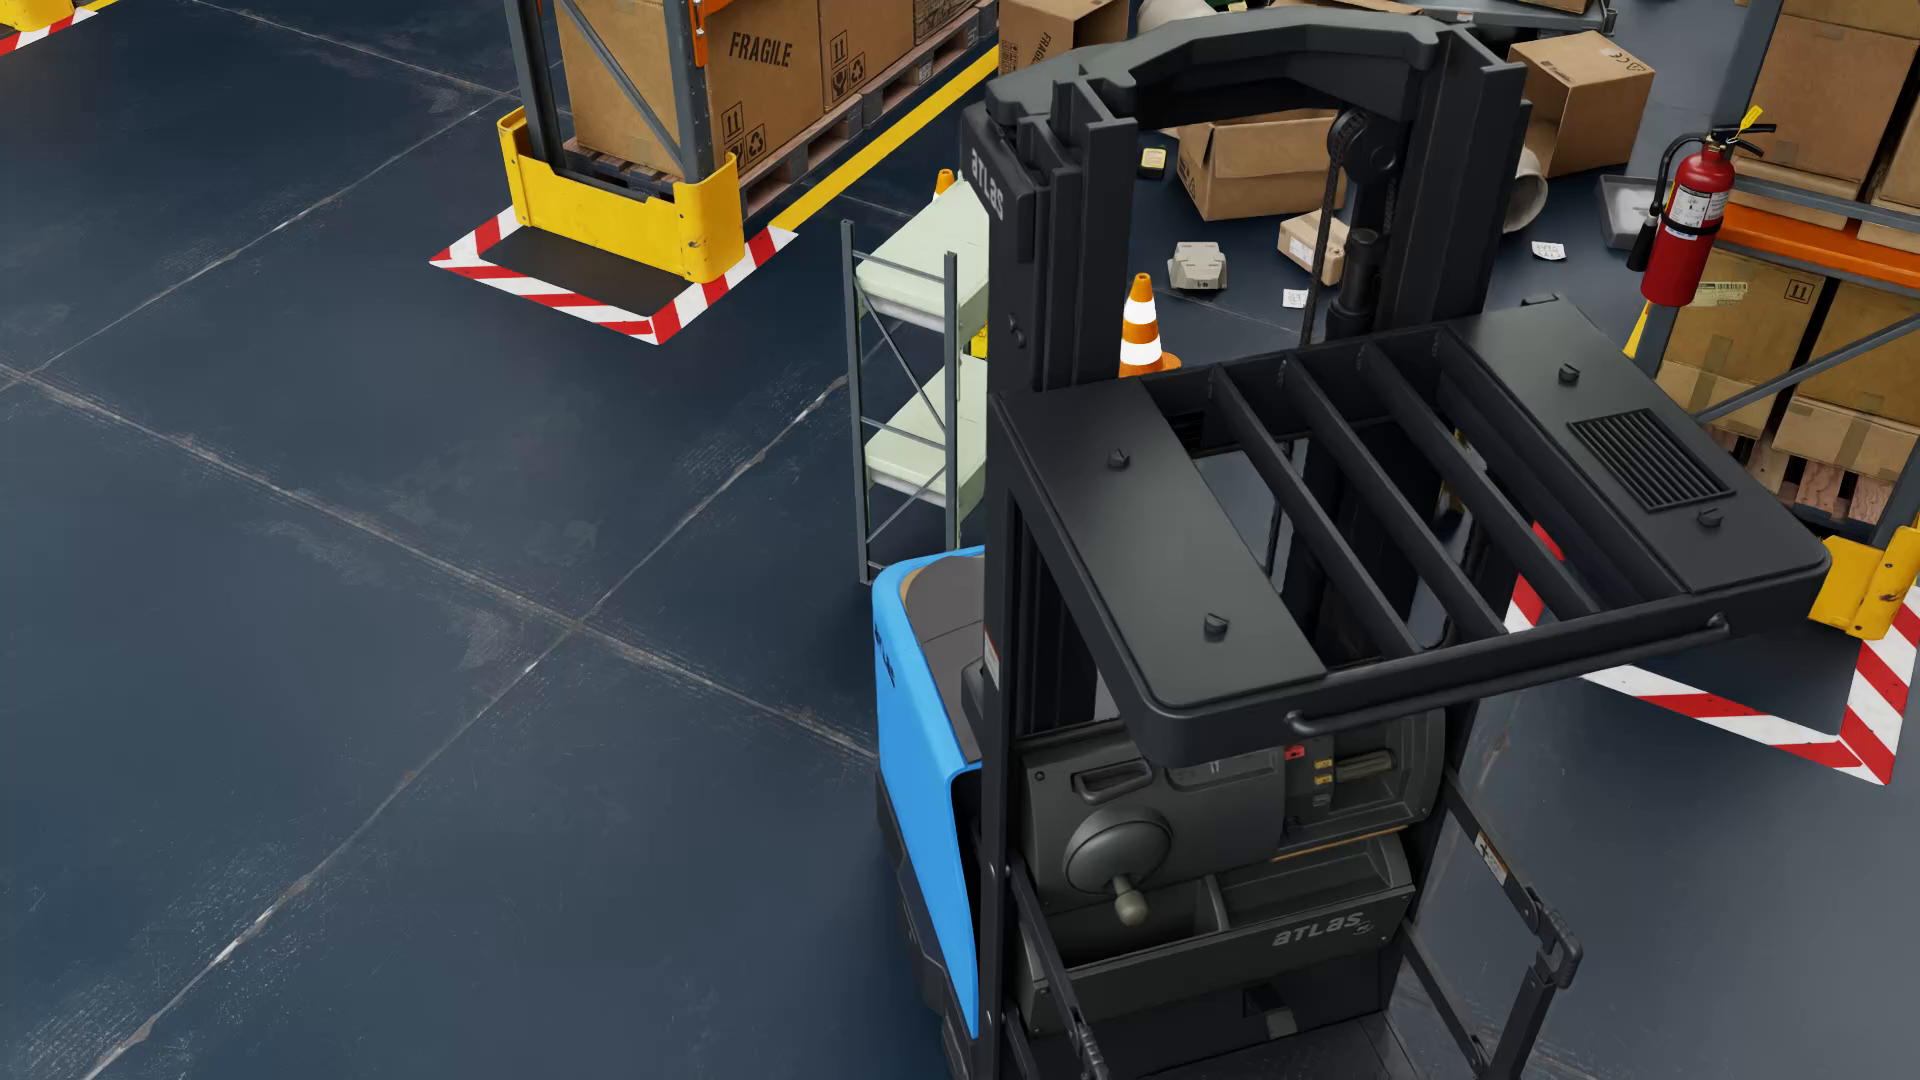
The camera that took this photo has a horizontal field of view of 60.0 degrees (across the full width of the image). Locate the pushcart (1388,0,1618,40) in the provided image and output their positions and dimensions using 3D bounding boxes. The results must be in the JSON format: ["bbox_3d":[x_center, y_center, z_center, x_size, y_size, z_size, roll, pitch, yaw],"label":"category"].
[{"bbox_3d":[2.781,-3.034,9.410,1.648,0.377,0.936,7,42,8],"label":"pushcart"}]

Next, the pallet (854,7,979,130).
[{"bbox_3d":[-0.614,-2.715,9.174,1.003,0.211,1.213,21,45,22],"label":"pallet"}]

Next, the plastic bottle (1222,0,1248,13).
[{"bbox_3d":[1.612,-3.112,9.737,0.133,0.061,0.283,0,41,0],"label":"plastic bottle"}]

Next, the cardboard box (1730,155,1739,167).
[{"bbox_3d":[2.811,-1.376,5.733,0.380,0.149,0.250,20,45,22],"label":"cardboard box"}]

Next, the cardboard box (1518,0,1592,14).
[{"bbox_3d":[3.224,-3.210,8.944,0.500,0.500,0.500,21,45,22],"label":"cardboard box"}]

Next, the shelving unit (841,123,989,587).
[{"bbox_3d":[-0.003,-0.559,5.750,0.431,1.500,0.755,21,45,22],"label":"shelving unit"}]

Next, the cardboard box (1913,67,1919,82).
[{"bbox_3d":[3.792,-1.770,6.180,0.380,0.149,0.250,22,46,23],"label":"cardboard box"}]

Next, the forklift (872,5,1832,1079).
[{"bbox_3d":[0.651,0.619,3.330,1.130,2.935,3.031,-11,43,-12],"label":"forklift"}]

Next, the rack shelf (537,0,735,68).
[{"bbox_3d":[-0.557,-3.458,8.451,1.077,0.370,4.000,21,45,22],"label":"rack shelf"}]

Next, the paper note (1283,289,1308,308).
[{"bbox_3d":[1.528,-1.089,7.463,0.148,0.019,0.142,7,42,8],"label":"paper note"}]

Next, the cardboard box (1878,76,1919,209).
[{"bbox_3d":[3.256,-1.332,5.193,0.500,0.500,0.500,20,45,21],"label":"cardboard box"}]

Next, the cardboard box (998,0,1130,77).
[{"bbox_3d":[0.555,-2.707,8.944,0.500,0.500,0.500,29,49,29],"label":"cardboard box"}]

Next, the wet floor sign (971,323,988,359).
[{"bbox_3d":[0.142,-1.028,6.929,0.267,0.644,0.232,14,43,15],"label":"wet floor sign"}]

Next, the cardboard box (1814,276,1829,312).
[{"bbox_3d":[3.946,-1.106,6.999,0.500,0.250,0.500,24,47,25],"label":"cardboard box"}]

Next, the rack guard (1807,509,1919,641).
[{"bbox_3d":[2.816,-0.109,5.996,1.175,0.500,0.348,21,45,22],"label":"rack guard"}]

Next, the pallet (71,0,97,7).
[{"bbox_3d":[-5.326,-3.731,10.328,1.003,0.211,1.213,21,45,22],"label":"pallet"}]

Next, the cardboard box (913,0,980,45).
[{"bbox_3d":[-0.379,-3.378,9.107,0.875,0.875,0.875,21,46,22],"label":"cardboard box"}]

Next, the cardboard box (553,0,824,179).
[{"bbox_3d":[-1.276,-2.353,7.942,0.875,0.875,0.875,21,46,22],"label":"cardboard box"}]

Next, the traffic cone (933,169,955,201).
[{"bbox_3d":[-0.063,-1.465,7.564,0.336,0.463,0.334,21,45,22],"label":"traffic cone"}]

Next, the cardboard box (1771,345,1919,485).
[{"bbox_3d":[3.422,-0.500,6.311,0.500,0.250,0.500,21,45,22],"label":"cardboard box"}]

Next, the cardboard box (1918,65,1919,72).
[{"bbox_3d":[3.766,-1.922,5.862,0.500,0.500,0.500,20,45,21],"label":"cardboard box"}]

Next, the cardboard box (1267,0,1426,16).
[{"bbox_3d":[1.926,-2.498,8.603,0.797,0.637,0.503,21,45,22],"label":"cardboard box"}]

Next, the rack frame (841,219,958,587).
[{"bbox_3d":[-0.186,-0.350,5.512,0.400,1.500,0.023,21,45,22],"label":"rack frame"}]

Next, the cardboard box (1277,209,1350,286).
[{"bbox_3d":[1.685,-1.352,7.672,0.250,0.149,0.380,-21,45,-22],"label":"cardboard box"}]

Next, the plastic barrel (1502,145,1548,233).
[{"bbox_3d":[2.501,-1.720,7.882,0.421,0.421,0.512,-14,43,-15],"label":"plastic barrel"}]

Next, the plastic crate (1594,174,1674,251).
[{"bbox_3d":[3.284,-1.570,7.972,0.402,0.080,0.583,7,42,8],"label":"plastic crate"}]

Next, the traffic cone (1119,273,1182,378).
[{"bbox_3d":[0.746,-0.897,6.918,0.336,0.463,0.334,21,45,22],"label":"traffic cone"}]

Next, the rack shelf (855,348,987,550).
[{"bbox_3d":[-0.003,-0.314,5.965,0.431,0.370,0.720,21,45,22],"label":"rack shelf"}]

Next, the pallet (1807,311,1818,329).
[{"bbox_3d":[3.865,-1.149,7.395,1.003,0.211,1.213,21,45,22],"label":"pallet"}]

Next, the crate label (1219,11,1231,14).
[{"bbox_3d":[1.496,-2.885,9.423,0.298,0.136,0.250,-7,42,-7],"label":"crate label"}]

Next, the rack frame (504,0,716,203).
[{"bbox_3d":[-1.558,-2.583,6.914,1.000,3.000,0.127,21,45,22],"label":"rack frame"}]

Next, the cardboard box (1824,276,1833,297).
[{"bbox_3d":[3.691,-1.096,6.420,0.500,0.500,0.500,19,45,21],"label":"cardboard box"}]

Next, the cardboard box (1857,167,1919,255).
[{"bbox_3d":[3.128,-1.036,5.346,0.380,0.149,0.250,21,46,22],"label":"cardboard box"}]
